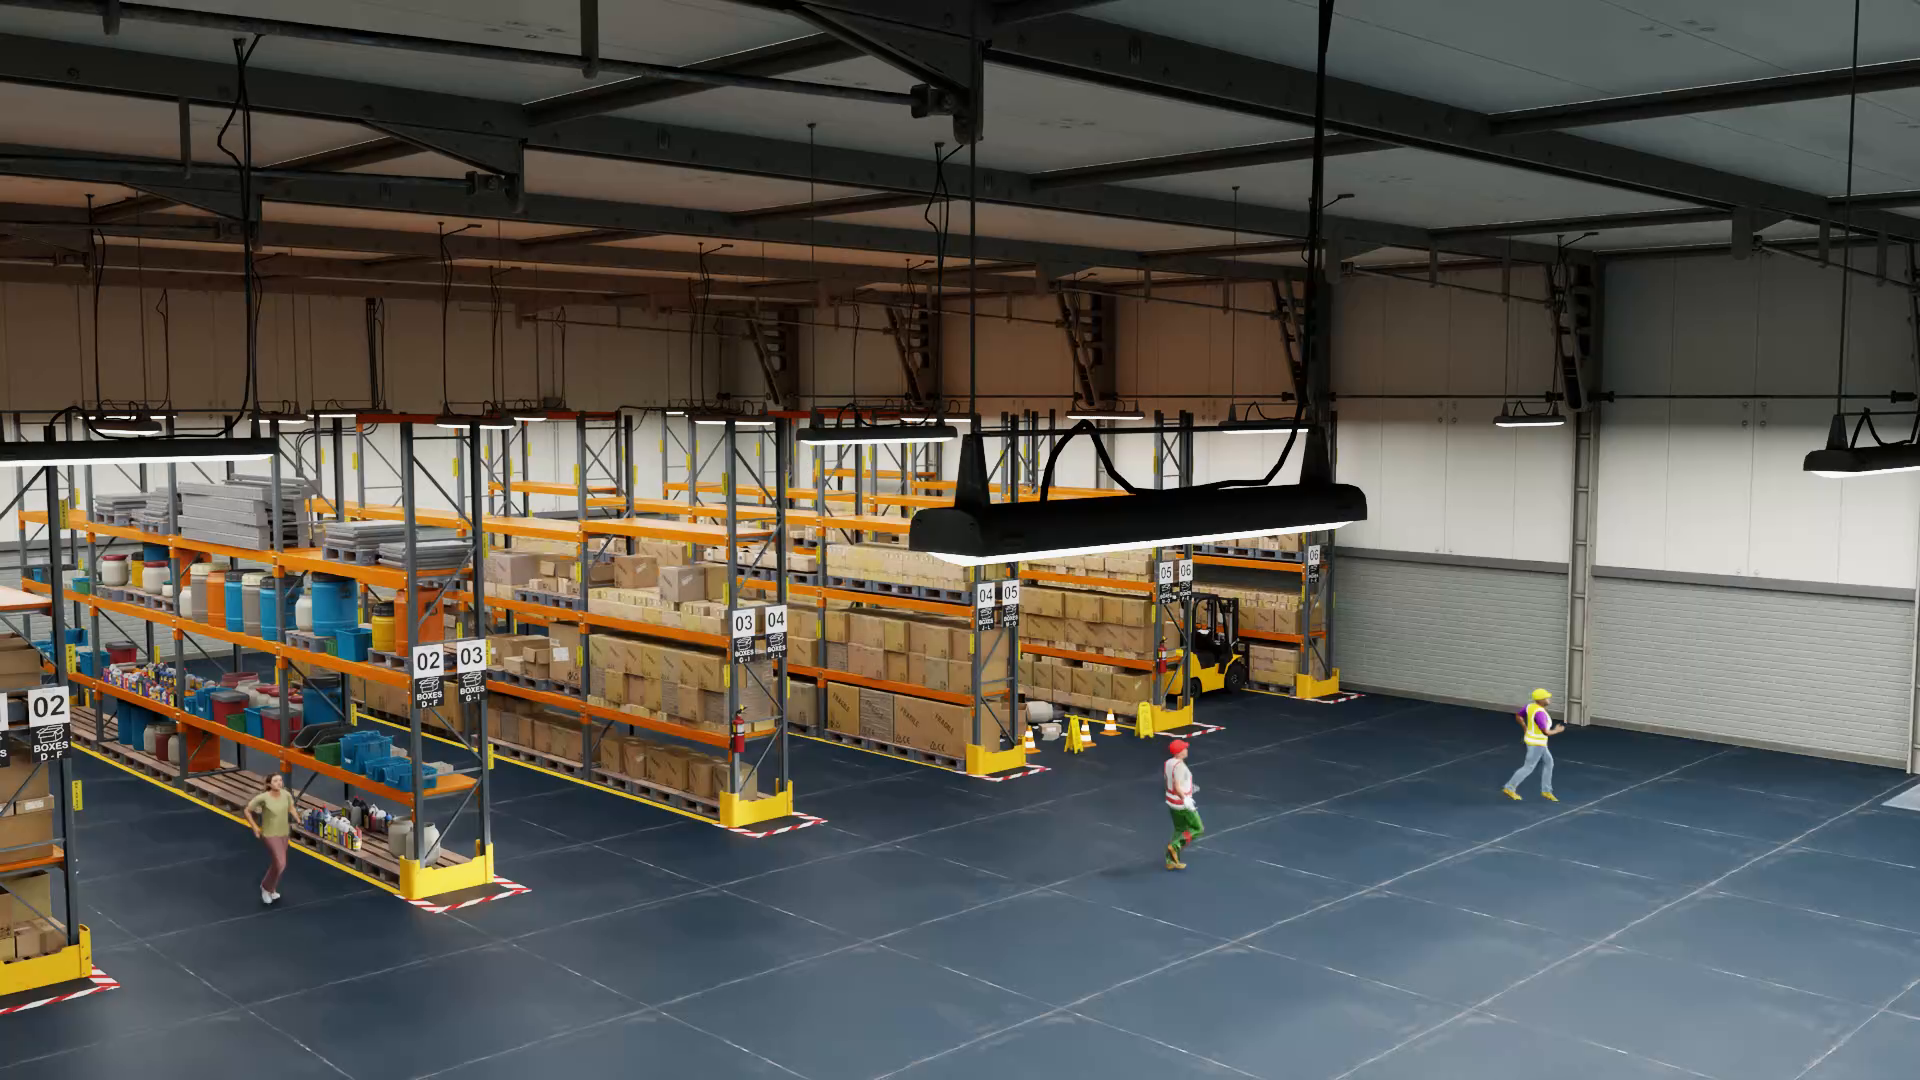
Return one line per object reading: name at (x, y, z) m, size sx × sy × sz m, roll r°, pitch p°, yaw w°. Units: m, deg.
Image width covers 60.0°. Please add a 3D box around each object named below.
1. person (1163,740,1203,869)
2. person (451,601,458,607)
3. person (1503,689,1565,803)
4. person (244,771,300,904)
person at (2.984, 3.526, 22.233) m, size 0.580 × 1.740 × 0.651 m, roll -2°, pitch 5°, yaw -20°
person at (-11.854, 2.196, 38.843) m, size 0.581 × 1.524 × 0.607 m, roll -1°, pitch 5°, yaw -8°
person at (8.905, 3.206, 25.865) m, size 0.911 × 1.812 × 0.711 m, roll 1°, pitch 5°, yaw 7°
person at (-8.527, 3.697, 20.752) m, size 0.623 × 1.647 × 0.581 m, roll 3°, pitch 6°, yaw 32°
